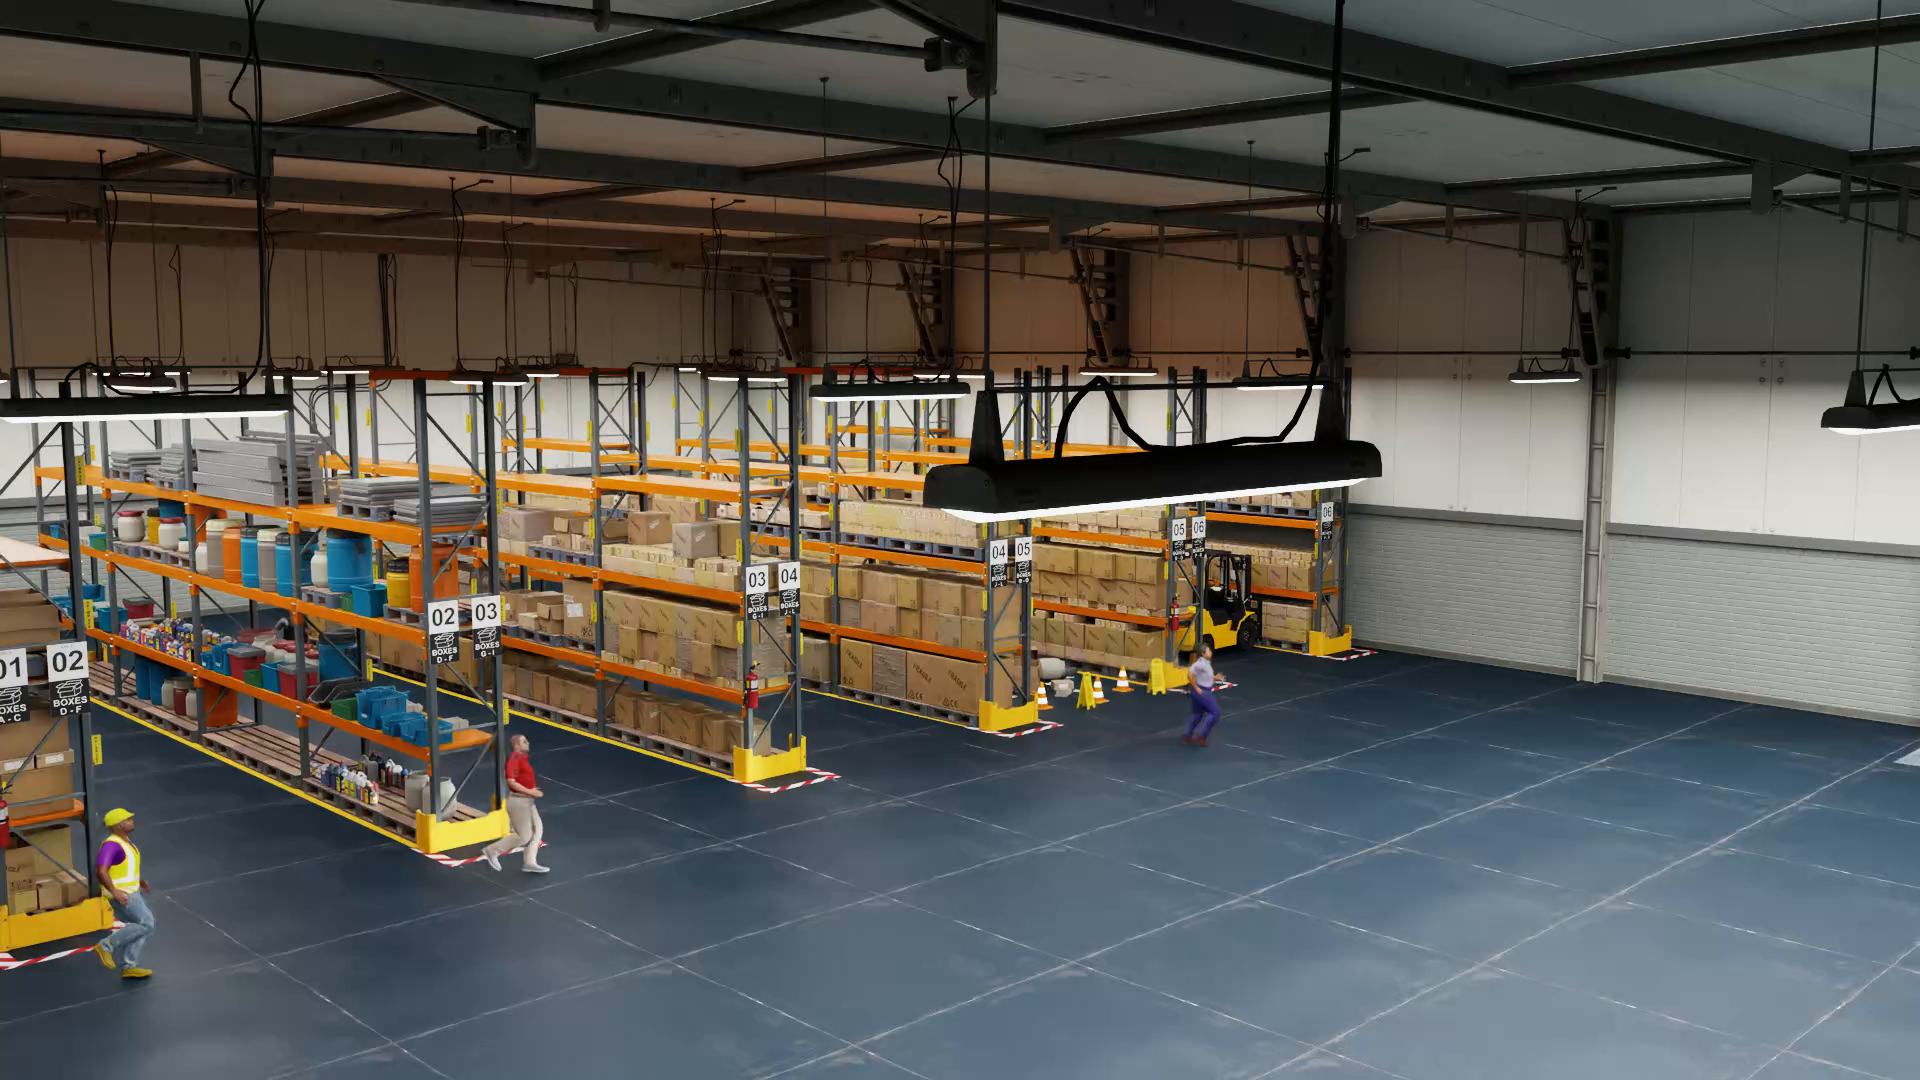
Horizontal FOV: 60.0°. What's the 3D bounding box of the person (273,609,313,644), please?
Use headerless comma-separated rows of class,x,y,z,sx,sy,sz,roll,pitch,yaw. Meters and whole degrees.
person,-12.242,1.997,30.666,0.971,1.705,0.657,5,8,36

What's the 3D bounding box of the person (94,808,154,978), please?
person,-8.532,3.581,16.974,0.548,1.691,0.742,-2,7,-19

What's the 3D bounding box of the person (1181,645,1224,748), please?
person,3.921,2.528,26.801,0.676,1.654,0.575,0,6,4

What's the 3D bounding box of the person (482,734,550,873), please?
person,-5.409,3.217,20.271,0.757,1.704,0.688,-1,7,-10
